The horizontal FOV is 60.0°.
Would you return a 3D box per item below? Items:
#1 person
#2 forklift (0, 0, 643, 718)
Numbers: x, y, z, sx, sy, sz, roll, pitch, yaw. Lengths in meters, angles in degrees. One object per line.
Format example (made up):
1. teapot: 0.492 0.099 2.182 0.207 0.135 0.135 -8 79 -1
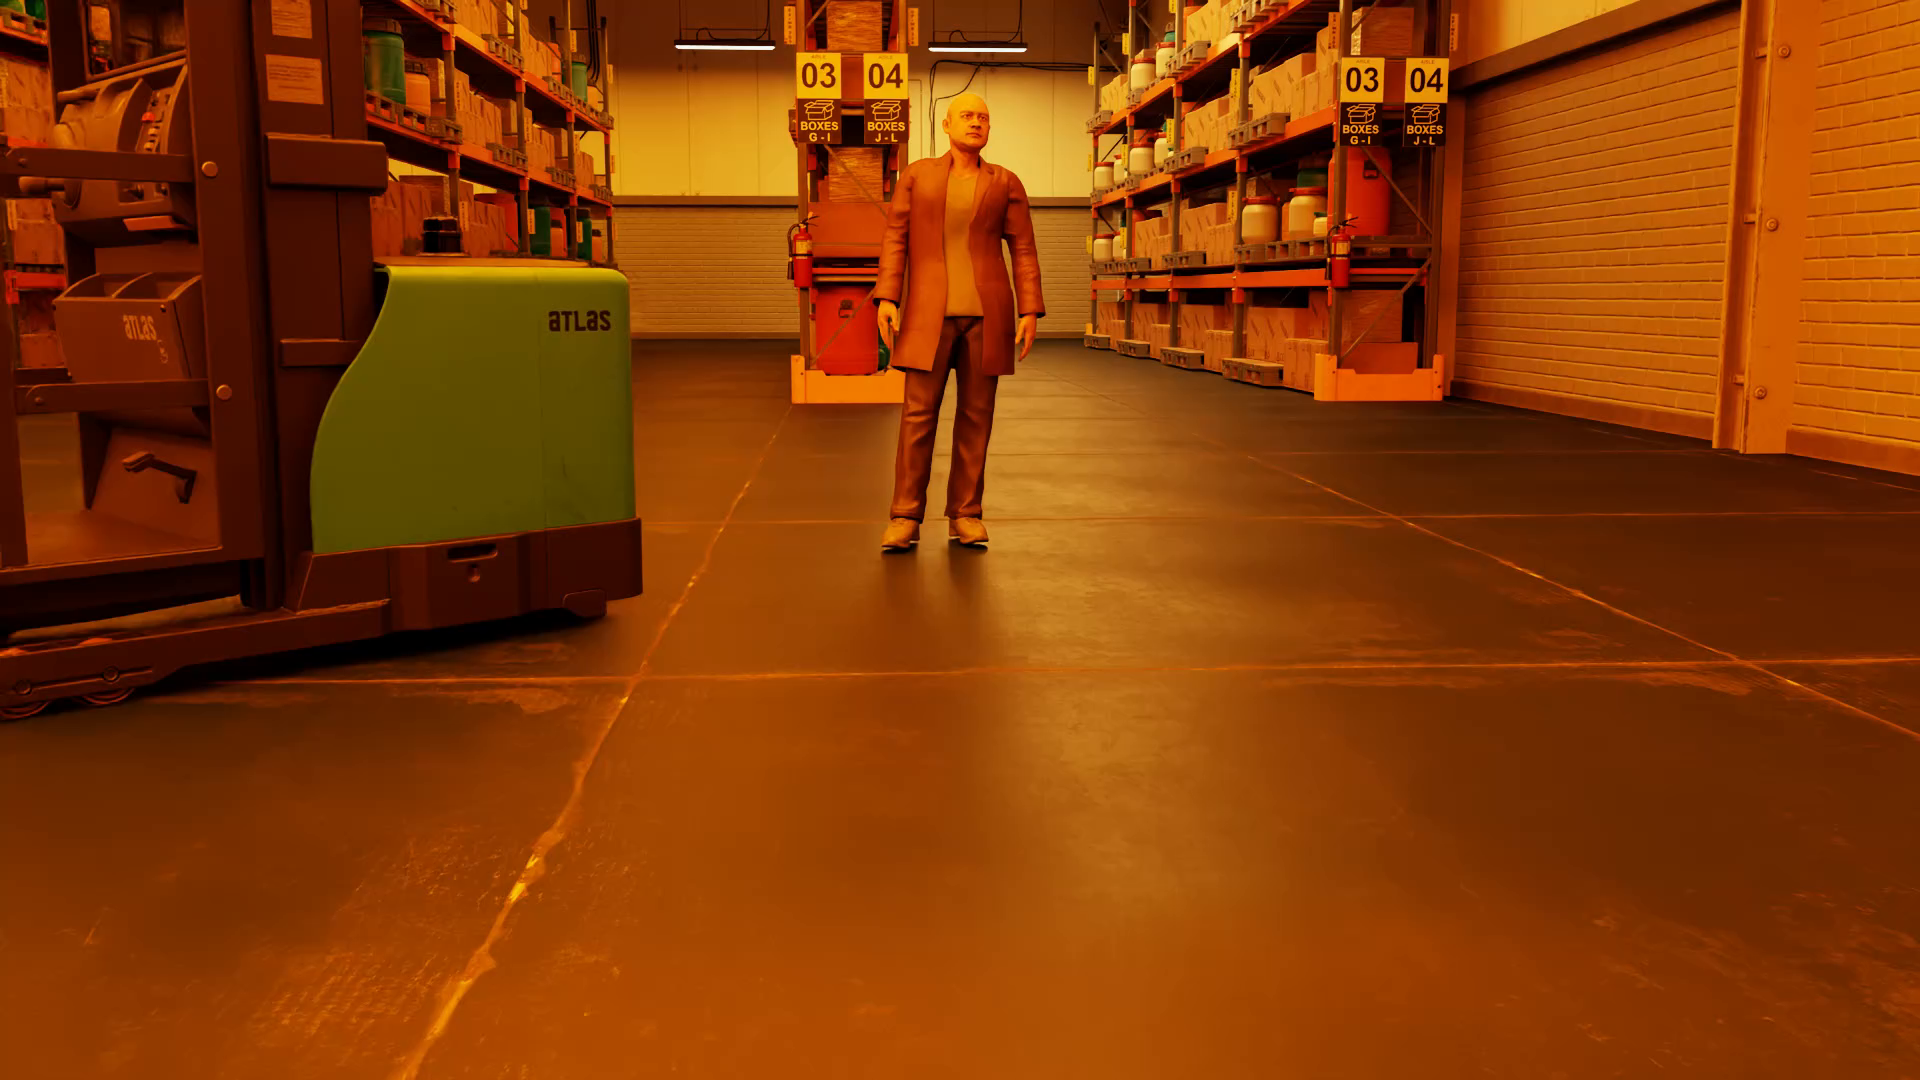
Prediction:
1. person: 0.001 -0.873 6.588 0.694 1.776 0.582 -1 8 -4
2. forklift: -2.398 -1.111 4.310 3.031 2.935 1.130 -8 12 -44
